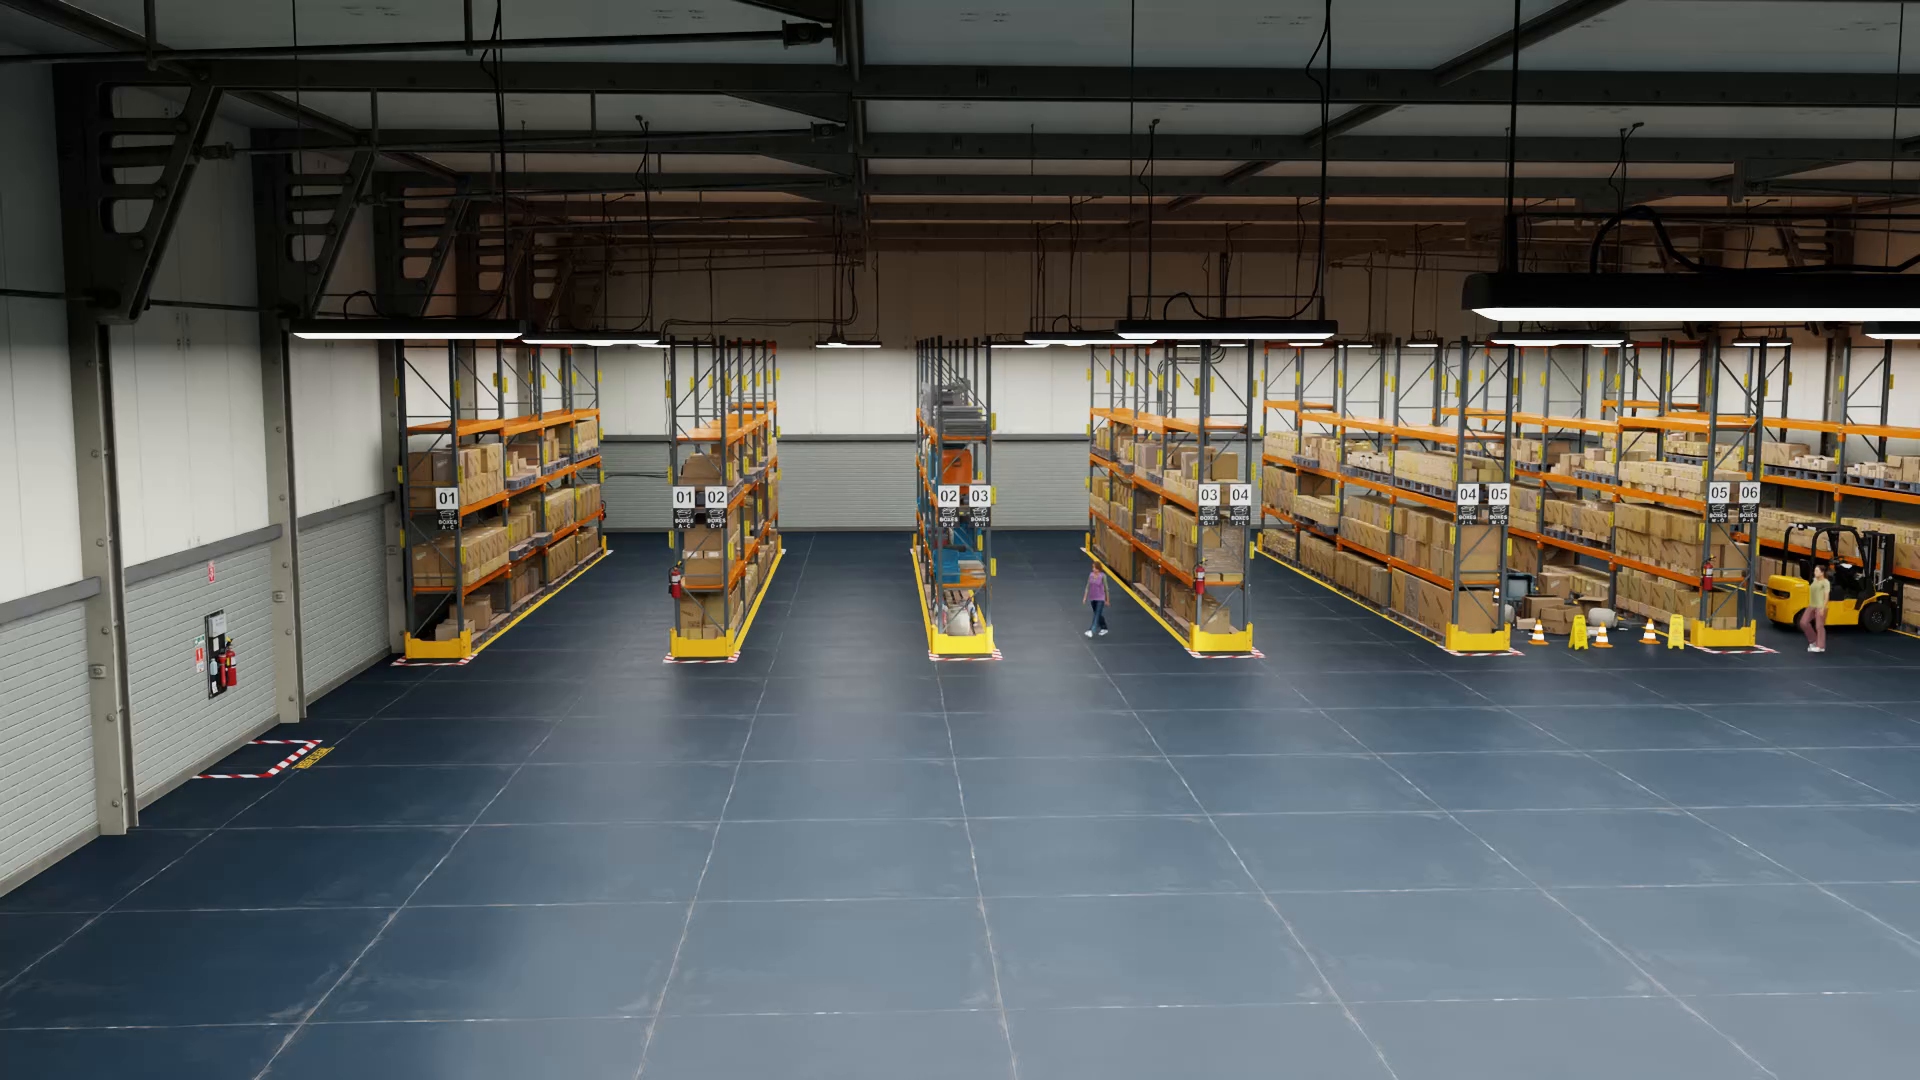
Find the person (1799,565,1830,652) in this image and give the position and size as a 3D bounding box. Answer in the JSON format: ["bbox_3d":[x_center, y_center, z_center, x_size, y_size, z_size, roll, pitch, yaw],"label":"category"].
[{"bbox_3d":[16.260,1.304,31.528,0.445,1.682,0.457,-3,7,-23],"label":"person"}]

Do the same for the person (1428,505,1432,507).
[{"bbox_3d":[12.444,-0.112,43.450,0.524,1.758,0.523,-3,7,-26],"label":"person"}]

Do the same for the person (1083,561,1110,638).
[{"bbox_3d":[2.690,1.184,33.150,0.439,1.533,1.027,6,9,41],"label":"person"}]
